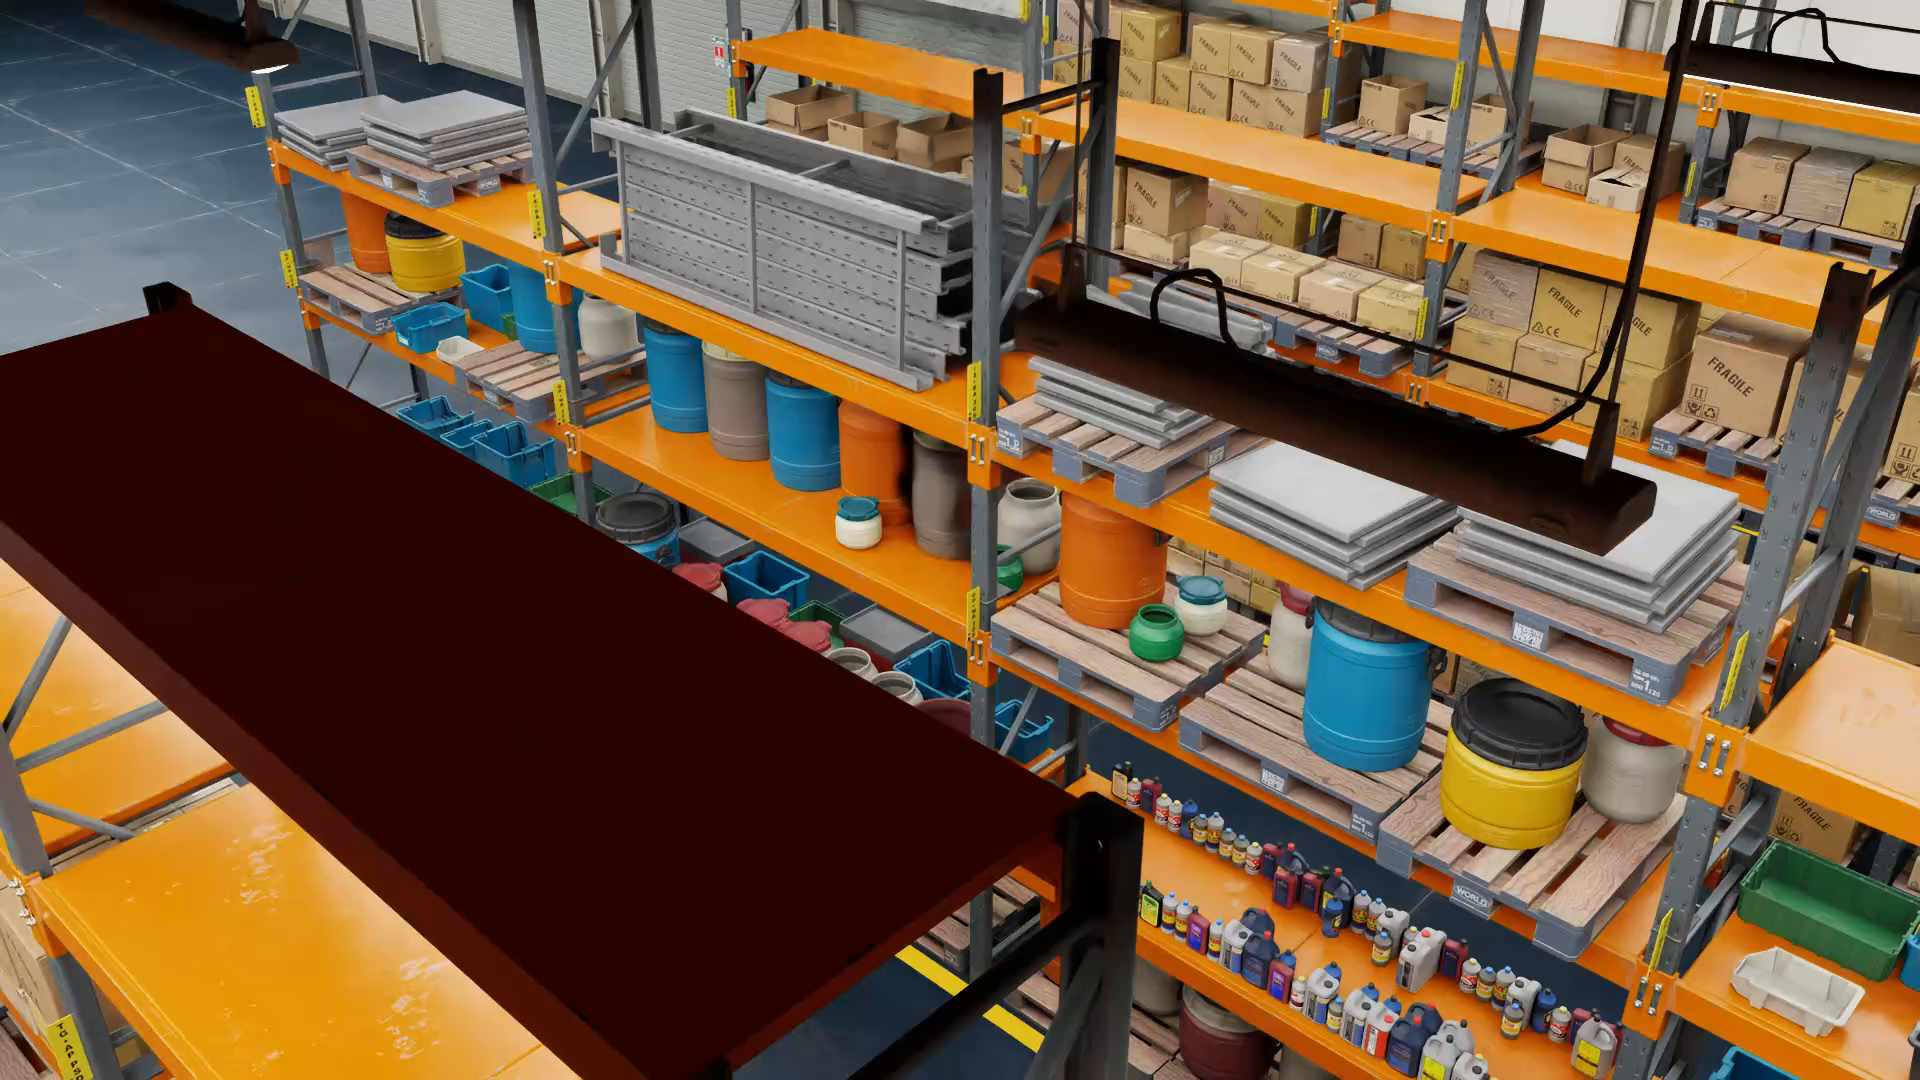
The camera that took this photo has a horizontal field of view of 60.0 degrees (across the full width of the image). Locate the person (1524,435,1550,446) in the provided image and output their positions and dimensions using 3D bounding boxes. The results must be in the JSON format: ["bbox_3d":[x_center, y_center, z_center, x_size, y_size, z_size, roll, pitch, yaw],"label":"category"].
[{"bbox_3d":[5.052,-0.245,14.902,0.795,1.852,0.640,26,38,38],"label":"person"}]

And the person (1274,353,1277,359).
[{"bbox_3d":[3.058,-1.466,17.136,0.941,1.632,0.607,21,35,32],"label":"person"}]
